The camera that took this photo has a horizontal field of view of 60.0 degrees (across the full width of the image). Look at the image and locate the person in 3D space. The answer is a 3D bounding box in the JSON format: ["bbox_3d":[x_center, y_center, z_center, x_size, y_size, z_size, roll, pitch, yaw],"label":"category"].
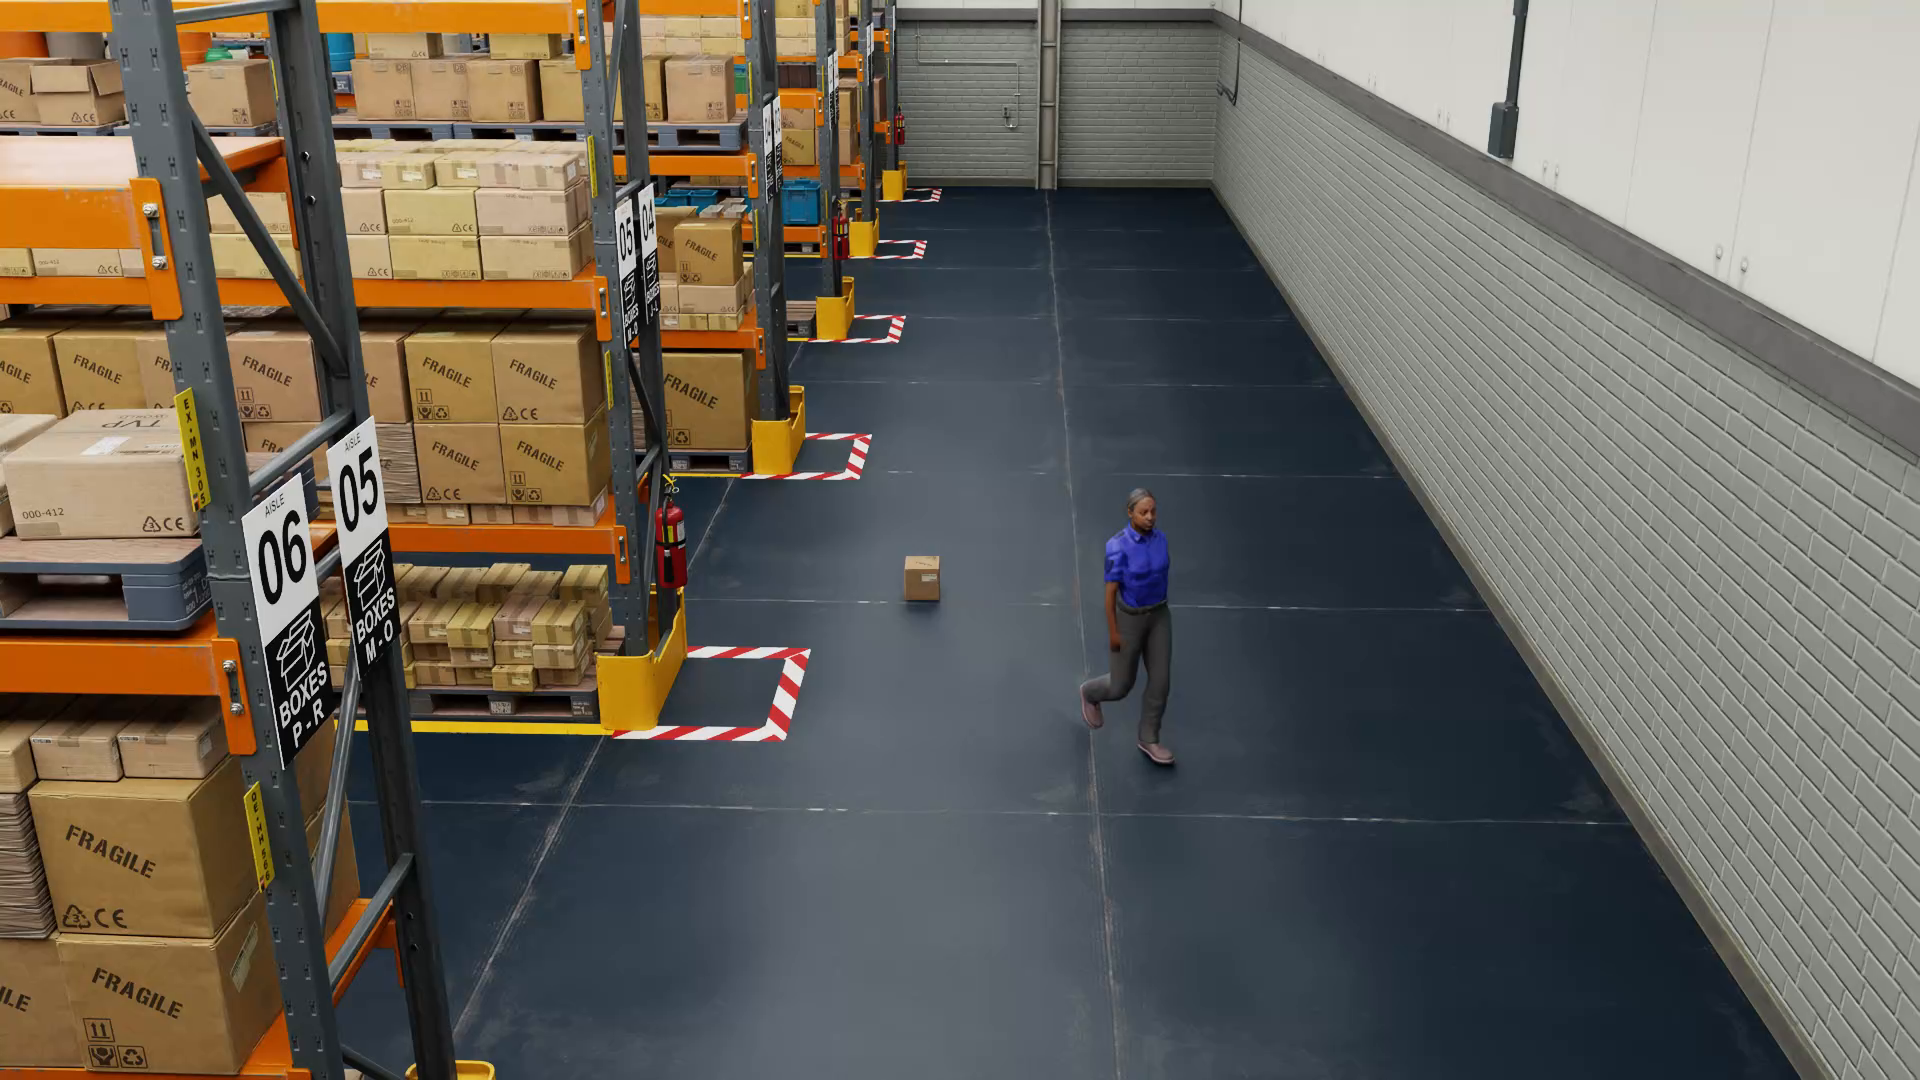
[{"bbox_3d":[1.025,0.473,9.815,0.445,1.631,0.708,-11,24,-27],"label":"person"}]
